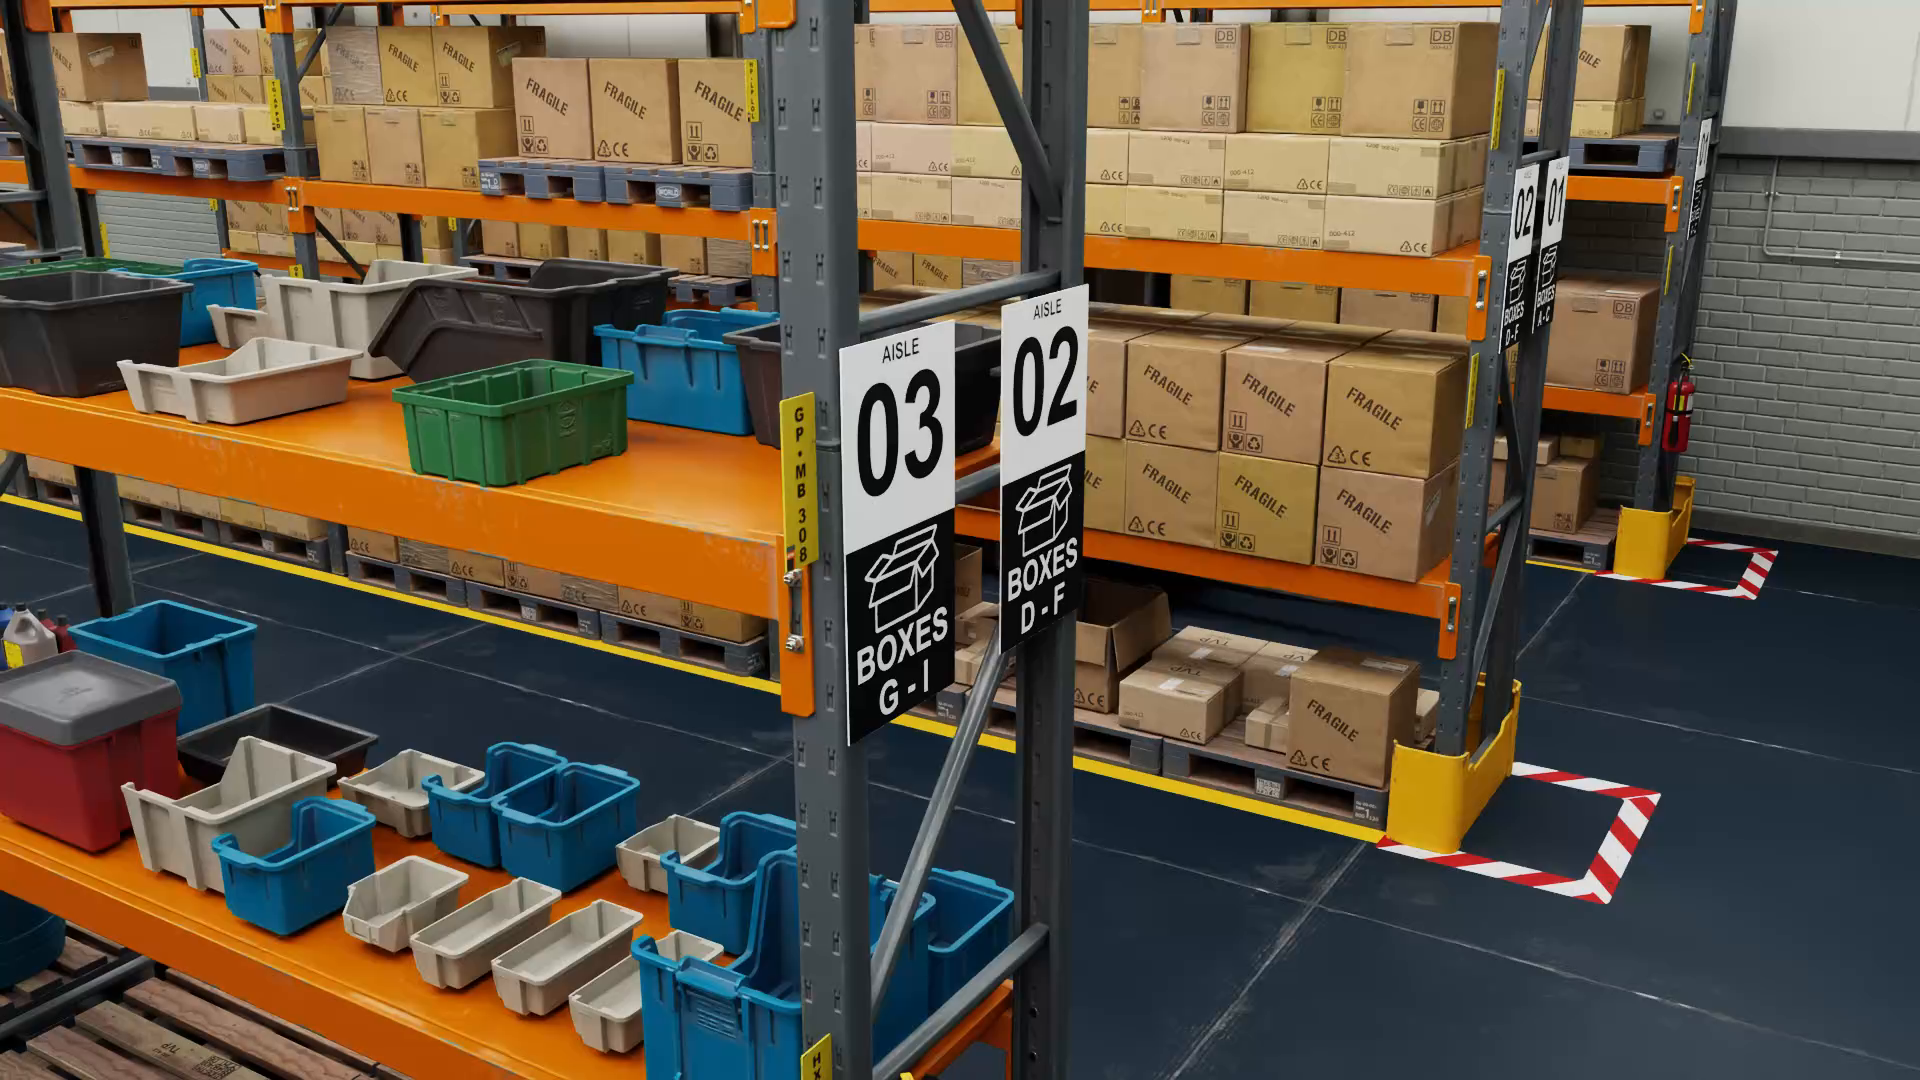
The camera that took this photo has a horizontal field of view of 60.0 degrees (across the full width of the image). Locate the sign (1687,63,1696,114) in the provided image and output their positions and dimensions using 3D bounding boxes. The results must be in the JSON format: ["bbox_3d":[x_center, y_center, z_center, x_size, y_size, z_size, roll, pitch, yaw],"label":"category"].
[{"bbox_3d":[4.865,-3.003,11.057,0.005,0.325,0.100,10,20,30],"label":"sign"}]

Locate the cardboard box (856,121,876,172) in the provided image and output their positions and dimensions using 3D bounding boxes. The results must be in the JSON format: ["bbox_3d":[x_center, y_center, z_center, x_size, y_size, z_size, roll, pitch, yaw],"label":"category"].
[{"bbox_3d":[-0.552,-2.162,9.075,0.500,0.250,0.500,10,20,30],"label":"cardboard box"}]

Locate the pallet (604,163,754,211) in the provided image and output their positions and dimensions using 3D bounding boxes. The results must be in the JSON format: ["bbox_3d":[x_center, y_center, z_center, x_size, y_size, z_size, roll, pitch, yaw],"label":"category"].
[{"bbox_3d":[-1.356,-2.157,9.983,1.003,0.211,1.213,10,20,30],"label":"pallet"}]

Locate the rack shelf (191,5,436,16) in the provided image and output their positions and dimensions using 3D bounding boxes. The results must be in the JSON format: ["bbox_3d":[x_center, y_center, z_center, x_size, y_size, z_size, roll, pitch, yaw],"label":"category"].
[{"bbox_3d":[-6.769,-5.968,18.289,4.000,0.370,1.077,10,20,30],"label":"rack shelf"}]

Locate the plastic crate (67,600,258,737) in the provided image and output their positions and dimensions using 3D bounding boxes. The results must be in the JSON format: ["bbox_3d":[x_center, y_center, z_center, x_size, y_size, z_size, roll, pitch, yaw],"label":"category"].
[{"bbox_3d":[-2.856,0.497,6.009,0.575,0.384,0.392,10,20,30],"label":"plastic crate"}]

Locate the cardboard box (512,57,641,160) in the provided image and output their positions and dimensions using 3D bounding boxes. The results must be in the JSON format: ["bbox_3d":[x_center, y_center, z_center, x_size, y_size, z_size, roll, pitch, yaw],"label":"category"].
[{"bbox_3d":[-2.365,-2.724,10.460,0.600,0.600,0.600,9,19,28],"label":"cardboard box"}]

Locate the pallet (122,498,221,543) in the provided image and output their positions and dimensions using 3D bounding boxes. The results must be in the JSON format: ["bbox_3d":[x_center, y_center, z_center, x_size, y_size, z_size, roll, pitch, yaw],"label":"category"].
[{"bbox_3d":[-5.962,-0.290,13.472,1.213,0.211,1.003,10,20,30],"label":"pallet"}]

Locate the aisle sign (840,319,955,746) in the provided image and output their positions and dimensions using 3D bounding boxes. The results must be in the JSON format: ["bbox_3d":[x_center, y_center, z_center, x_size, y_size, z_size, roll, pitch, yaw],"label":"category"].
[{"bbox_3d":[-0.116,-0.021,3.315,0.004,0.787,0.394,10,20,30],"label":"aisle sign"}]

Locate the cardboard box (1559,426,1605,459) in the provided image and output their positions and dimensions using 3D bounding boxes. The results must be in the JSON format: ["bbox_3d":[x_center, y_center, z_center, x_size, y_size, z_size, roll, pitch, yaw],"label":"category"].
[{"bbox_3d":[4.723,-0.741,12.623,0.250,0.149,0.380,10,20,30],"label":"cardboard box"}]

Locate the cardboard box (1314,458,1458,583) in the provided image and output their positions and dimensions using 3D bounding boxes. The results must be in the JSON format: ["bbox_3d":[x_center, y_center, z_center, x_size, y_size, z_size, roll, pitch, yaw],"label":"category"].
[{"bbox_3d":[2.048,-0.135,7.993,0.500,0.500,0.500,11,20,32],"label":"cardboard box"}]

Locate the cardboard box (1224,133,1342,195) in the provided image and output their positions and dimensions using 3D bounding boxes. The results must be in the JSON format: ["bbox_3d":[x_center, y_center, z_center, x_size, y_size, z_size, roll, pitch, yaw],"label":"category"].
[{"bbox_3d":[1.574,-1.780,7.818,0.500,0.250,0.500,10,20,30],"label":"cardboard box"}]

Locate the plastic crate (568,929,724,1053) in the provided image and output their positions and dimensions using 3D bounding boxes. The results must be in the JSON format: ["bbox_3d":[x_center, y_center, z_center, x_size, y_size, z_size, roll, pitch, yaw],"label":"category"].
[{"bbox_3d":[-0.813,1.158,4.259,0.243,0.136,0.396,10,20,30],"label":"plastic crate"}]

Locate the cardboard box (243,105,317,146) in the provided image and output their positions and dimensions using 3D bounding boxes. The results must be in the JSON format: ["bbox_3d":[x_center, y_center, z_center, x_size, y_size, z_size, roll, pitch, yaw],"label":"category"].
[{"bbox_3d":[-4.661,-2.923,11.717,0.500,0.250,0.500,9,19,26],"label":"cardboard box"}]

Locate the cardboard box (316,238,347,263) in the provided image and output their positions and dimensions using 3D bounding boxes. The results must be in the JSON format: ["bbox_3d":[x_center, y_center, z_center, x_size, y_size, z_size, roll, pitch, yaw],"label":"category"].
[{"bbox_3d":[-6.913,-3.301,18.810,0.500,0.250,0.500,10,20,31],"label":"cardboard box"}]

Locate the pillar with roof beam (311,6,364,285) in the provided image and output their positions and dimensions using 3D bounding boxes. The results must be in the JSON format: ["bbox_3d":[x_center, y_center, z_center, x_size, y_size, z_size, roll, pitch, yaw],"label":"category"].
[{"bbox_3d":[-9.677,-5.660,16.031,0.400,9.000,9.100,10,20,30],"label":"pillar with roof beam"}]

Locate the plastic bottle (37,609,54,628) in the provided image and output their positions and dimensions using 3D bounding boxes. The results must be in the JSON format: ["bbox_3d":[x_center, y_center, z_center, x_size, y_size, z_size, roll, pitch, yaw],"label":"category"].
[{"bbox_3d":[-3.635,0.405,6.586,0.133,0.283,0.061,10,20,30],"label":"plastic bottle"}]

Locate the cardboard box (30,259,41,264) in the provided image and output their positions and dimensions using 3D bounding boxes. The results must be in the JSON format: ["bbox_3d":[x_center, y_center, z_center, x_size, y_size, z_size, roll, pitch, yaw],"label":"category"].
[{"bbox_3d":[-7.781,-2.359,14.198,0.250,0.149,0.380,10,20,30],"label":"cardboard box"}]

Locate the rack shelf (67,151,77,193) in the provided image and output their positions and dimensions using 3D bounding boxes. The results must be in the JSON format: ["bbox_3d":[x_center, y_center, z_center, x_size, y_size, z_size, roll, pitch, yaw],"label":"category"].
[{"bbox_3d":[-9.358,-3.307,14.684,4.000,0.370,1.077,10,20,30],"label":"rack shelf"}]

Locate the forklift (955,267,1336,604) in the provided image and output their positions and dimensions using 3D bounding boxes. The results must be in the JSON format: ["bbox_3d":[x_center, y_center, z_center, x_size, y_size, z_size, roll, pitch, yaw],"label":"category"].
[{"bbox_3d":[1.361,-1.110,11.492,3.031,2.935,1.130,11,20,33],"label":"forklift"}]

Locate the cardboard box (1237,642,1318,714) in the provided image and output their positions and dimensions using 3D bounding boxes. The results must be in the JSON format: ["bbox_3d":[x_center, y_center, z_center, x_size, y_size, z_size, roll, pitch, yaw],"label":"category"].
[{"bbox_3d":[1.831,0.790,9.095,0.500,0.250,0.500,10,20,30],"label":"cardboard box"}]

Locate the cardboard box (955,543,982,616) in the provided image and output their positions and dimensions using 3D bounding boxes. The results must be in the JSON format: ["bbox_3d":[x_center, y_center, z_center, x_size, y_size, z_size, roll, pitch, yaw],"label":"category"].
[{"bbox_3d":[-0.203,0.307,10.253,0.500,0.500,0.500,10,20,30],"label":"cardboard box"}]

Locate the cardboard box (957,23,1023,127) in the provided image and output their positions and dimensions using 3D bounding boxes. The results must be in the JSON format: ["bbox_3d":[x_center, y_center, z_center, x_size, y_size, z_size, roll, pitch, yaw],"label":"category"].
[{"bbox_3d":[0.379,-2.406,8.589,0.500,0.500,0.700,10,20,30],"label":"cardboard box"}]

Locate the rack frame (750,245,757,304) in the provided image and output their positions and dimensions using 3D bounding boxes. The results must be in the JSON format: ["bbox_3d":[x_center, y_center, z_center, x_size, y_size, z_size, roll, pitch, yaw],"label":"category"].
[{"bbox_3d":[-1.656,-2.531,16.052,0.127,3.000,1.000,10,20,30],"label":"rack frame"}]

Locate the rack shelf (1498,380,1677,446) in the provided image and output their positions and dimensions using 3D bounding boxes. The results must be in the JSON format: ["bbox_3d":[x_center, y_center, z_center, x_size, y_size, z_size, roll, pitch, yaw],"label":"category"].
[{"bbox_3d":[3.457,-1.274,13.152,4.000,0.370,1.077,10,20,30],"label":"rack shelf"}]

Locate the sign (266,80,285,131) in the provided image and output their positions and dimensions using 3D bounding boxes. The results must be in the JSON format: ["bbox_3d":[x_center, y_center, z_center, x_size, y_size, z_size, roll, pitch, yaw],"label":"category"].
[{"bbox_3d":[-4.543,-2.888,11.040,0.005,0.325,0.100,10,20,30],"label":"sign"}]

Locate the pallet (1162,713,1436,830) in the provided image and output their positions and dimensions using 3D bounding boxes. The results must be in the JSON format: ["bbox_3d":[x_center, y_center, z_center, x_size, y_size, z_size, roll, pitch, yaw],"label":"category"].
[{"bbox_3d":[1.827,1.115,8.847,1.213,0.211,1.003,10,20,30],"label":"pallet"}]

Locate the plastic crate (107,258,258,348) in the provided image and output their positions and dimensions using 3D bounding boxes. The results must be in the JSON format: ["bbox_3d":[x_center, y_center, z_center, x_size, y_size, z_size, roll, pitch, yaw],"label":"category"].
[{"bbox_3d":[-2.489,-0.764,5.364,0.300,0.233,0.416,10,20,30],"label":"plastic crate"}]

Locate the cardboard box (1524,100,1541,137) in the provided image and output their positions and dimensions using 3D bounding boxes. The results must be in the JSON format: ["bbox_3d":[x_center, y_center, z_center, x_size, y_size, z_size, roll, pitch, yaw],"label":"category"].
[{"bbox_3d":[3.954,-3.051,11.966,0.500,0.250,0.500,9,19,28],"label":"cardboard box"}]

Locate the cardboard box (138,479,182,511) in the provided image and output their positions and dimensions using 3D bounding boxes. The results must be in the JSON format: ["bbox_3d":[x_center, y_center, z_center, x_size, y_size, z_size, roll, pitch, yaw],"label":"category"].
[{"bbox_3d":[-6.129,-0.441,13.179,0.500,0.250,0.500,11,20,31],"label":"cardboard box"}]

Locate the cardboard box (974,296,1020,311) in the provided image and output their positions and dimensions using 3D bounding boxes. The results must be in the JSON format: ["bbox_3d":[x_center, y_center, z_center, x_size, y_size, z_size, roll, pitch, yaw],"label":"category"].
[{"bbox_3d":[0.168,-1.131,9.552,0.500,0.500,0.500,10,19,29],"label":"cardboard box"}]

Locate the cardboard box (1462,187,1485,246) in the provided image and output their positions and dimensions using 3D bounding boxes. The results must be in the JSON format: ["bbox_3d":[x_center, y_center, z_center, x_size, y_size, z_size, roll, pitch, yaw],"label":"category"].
[{"bbox_3d":[2.267,-1.591,8.055,0.500,0.250,0.500,10,20,30],"label":"cardboard box"}]

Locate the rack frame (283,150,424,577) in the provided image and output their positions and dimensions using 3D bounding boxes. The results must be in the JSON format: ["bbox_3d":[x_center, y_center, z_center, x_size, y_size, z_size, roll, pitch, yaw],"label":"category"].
[{"bbox_3d":[-4.245,-1.303,12.011,0.127,3.000,1.000,10,20,30],"label":"rack frame"}]

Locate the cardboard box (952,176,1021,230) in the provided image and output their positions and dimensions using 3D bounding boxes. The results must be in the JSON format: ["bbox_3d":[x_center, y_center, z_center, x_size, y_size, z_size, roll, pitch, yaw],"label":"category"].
[{"bbox_3d":[0.297,-1.770,8.643,0.500,0.250,0.500,10,20,30],"label":"cardboard box"}]

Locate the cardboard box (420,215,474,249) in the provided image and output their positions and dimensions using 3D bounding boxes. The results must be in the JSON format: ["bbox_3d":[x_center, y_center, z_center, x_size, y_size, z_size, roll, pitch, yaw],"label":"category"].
[{"bbox_3d":[-5.629,-3.431,17.949,0.500,0.500,0.500,10,20,30],"label":"cardboard box"}]

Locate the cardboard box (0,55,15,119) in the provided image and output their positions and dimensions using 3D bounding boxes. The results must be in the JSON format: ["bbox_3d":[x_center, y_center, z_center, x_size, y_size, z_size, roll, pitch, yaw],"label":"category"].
[{"bbox_3d":[-7.945,-3.805,13.949,0.500,0.500,0.500,12,21,35],"label":"cardboard box"}]

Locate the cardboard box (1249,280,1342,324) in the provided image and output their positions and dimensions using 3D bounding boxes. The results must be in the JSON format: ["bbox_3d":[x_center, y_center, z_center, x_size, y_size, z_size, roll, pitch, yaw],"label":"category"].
[{"bbox_3d":[2.825,-1.867,13.350,0.700,0.700,0.980,10,19,29],"label":"cardboard box"}]

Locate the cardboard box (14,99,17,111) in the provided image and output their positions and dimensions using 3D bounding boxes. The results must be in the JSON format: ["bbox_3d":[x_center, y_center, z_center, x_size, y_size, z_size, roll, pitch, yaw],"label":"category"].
[{"bbox_3d":[-7.134,-3.380,13.222,0.500,0.250,0.500,13,21,36],"label":"cardboard box"}]

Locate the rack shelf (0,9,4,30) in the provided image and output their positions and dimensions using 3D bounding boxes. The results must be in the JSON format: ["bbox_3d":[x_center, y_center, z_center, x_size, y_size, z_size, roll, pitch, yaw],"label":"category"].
[{"bbox_3d":[-5.136,-2.108,6.263,4.000,0.370,1.077,10,20,30],"label":"rack shelf"}]

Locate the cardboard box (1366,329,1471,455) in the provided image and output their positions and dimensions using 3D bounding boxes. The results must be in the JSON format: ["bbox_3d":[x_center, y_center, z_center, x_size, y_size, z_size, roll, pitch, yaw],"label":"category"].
[{"bbox_3d":[2.332,-0.746,8.282,0.500,0.500,0.500,11,20,32],"label":"cardboard box"}]

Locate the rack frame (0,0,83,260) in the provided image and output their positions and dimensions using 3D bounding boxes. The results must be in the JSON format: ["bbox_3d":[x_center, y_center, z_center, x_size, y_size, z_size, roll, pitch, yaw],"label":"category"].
[{"bbox_3d":[-3.432,-2.339,5.099,0.127,3.000,1.000,10,20,30],"label":"rack frame"}]

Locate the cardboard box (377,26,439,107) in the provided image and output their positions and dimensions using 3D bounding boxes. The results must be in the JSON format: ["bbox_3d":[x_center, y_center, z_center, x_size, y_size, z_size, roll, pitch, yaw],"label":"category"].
[{"bbox_3d":[-3.442,-3.119,10.936,0.500,0.500,0.500,10,20,30],"label":"cardboard box"}]

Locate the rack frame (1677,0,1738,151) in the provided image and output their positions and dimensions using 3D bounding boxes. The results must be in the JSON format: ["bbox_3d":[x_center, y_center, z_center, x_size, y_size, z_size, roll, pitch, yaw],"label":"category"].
[{"bbox_3d":[5.161,-4.184,11.174,0.127,3.000,1.000,10,20,30],"label":"rack frame"}]

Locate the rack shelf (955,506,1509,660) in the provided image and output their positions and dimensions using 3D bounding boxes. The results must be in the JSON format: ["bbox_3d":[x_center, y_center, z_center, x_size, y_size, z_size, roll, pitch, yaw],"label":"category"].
[{"bbox_3d":[0.868,-0.046,9.111,4.000,0.370,1.077,10,20,30],"label":"rack shelf"}]

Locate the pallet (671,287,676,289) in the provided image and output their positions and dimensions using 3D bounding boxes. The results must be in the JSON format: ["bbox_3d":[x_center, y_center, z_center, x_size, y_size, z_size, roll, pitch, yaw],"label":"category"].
[{"bbox_3d":[-3.364,-2.730,17.038,1.213,0.211,1.003,10,20,30],"label":"pallet"}]

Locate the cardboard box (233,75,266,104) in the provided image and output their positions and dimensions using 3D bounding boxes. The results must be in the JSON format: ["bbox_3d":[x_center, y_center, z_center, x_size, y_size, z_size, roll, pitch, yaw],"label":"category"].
[{"bbox_3d":[-7.880,-5.037,18.935,0.500,0.500,0.500,12,20,34],"label":"cardboard box"}]

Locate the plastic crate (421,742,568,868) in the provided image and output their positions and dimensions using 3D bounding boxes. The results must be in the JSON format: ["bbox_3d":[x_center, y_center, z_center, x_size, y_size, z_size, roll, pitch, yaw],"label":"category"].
[{"bbox_3d":[-1.439,0.826,5.186,0.300,0.233,0.416,10,20,30],"label":"plastic crate"}]

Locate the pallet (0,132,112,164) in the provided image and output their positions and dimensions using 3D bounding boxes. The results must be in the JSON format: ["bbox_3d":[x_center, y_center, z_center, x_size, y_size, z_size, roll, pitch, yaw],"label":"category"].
[{"bbox_3d":[-6.895,-3.125,13.175,1.217,0.209,0.805,9,19,28],"label":"pallet"}]

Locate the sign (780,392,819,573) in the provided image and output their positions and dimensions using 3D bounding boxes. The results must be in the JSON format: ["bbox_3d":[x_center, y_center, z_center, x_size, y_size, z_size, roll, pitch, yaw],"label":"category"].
[{"bbox_3d":[-0.298,-0.107,3.091,0.005,0.325,0.100,10,20,30],"label":"sign"}]

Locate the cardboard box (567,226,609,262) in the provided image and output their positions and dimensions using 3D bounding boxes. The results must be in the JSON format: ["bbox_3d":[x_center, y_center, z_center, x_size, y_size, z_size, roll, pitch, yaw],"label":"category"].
[{"bbox_3d":[-3.599,-3.132,17.104,0.500,0.500,0.700,13,21,38],"label":"cardboard box"}]

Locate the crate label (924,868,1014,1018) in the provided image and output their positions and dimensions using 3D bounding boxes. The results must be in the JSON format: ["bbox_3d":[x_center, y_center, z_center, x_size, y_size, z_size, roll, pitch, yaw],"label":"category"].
[{"bbox_3d":[-0.062,1.072,4.376,0.303,0.233,0.416,10,20,30],"label":"crate label"}]

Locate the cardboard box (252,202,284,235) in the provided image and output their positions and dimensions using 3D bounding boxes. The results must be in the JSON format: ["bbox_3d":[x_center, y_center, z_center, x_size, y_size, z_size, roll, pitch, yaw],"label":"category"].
[{"bbox_3d":[-7.807,-3.820,19.228,0.500,0.500,0.500,10,20,30],"label":"cardboard box"}]

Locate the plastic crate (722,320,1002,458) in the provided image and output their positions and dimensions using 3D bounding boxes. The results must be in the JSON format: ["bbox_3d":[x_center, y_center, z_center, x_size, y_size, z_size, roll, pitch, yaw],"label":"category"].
[{"bbox_3d":[-0.206,-0.361,3.971,0.590,0.269,0.497,10,20,30],"label":"plastic crate"}]

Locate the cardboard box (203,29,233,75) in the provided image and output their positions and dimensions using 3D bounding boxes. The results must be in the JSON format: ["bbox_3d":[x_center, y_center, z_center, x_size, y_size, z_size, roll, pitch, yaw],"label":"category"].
[{"bbox_3d":[-8.272,-5.600,19.068,0.500,0.500,0.500,9,19,26],"label":"cardboard box"}]

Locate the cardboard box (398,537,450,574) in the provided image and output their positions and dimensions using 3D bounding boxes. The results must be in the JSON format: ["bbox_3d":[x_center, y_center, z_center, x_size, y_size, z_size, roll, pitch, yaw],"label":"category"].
[{"bbox_3d":[-3.558,-0.100,11.592,0.500,0.500,0.500,9,19,28],"label":"cardboard box"}]

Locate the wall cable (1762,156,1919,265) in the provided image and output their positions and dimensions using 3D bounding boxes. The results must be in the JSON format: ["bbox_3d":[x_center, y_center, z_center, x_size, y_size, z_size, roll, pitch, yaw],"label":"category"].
[{"bbox_3d":[6.747,-1.840,12.028,1.851,1.984,0.084,10,20,30],"label":"wall cable"}]

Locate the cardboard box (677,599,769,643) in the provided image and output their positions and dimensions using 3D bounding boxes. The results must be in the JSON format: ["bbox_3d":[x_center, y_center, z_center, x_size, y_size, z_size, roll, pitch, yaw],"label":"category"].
[{"bbox_3d":[-1.407,0.287,10.321,0.500,0.500,0.500,10,20,30],"label":"cardboard box"}]

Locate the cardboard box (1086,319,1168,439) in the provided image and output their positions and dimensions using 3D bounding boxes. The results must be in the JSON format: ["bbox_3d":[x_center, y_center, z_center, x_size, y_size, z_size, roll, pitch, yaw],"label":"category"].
[{"bbox_3d":[0.736,-0.845,8.609,0.500,0.500,0.500,11,20,32],"label":"cardboard box"}]
